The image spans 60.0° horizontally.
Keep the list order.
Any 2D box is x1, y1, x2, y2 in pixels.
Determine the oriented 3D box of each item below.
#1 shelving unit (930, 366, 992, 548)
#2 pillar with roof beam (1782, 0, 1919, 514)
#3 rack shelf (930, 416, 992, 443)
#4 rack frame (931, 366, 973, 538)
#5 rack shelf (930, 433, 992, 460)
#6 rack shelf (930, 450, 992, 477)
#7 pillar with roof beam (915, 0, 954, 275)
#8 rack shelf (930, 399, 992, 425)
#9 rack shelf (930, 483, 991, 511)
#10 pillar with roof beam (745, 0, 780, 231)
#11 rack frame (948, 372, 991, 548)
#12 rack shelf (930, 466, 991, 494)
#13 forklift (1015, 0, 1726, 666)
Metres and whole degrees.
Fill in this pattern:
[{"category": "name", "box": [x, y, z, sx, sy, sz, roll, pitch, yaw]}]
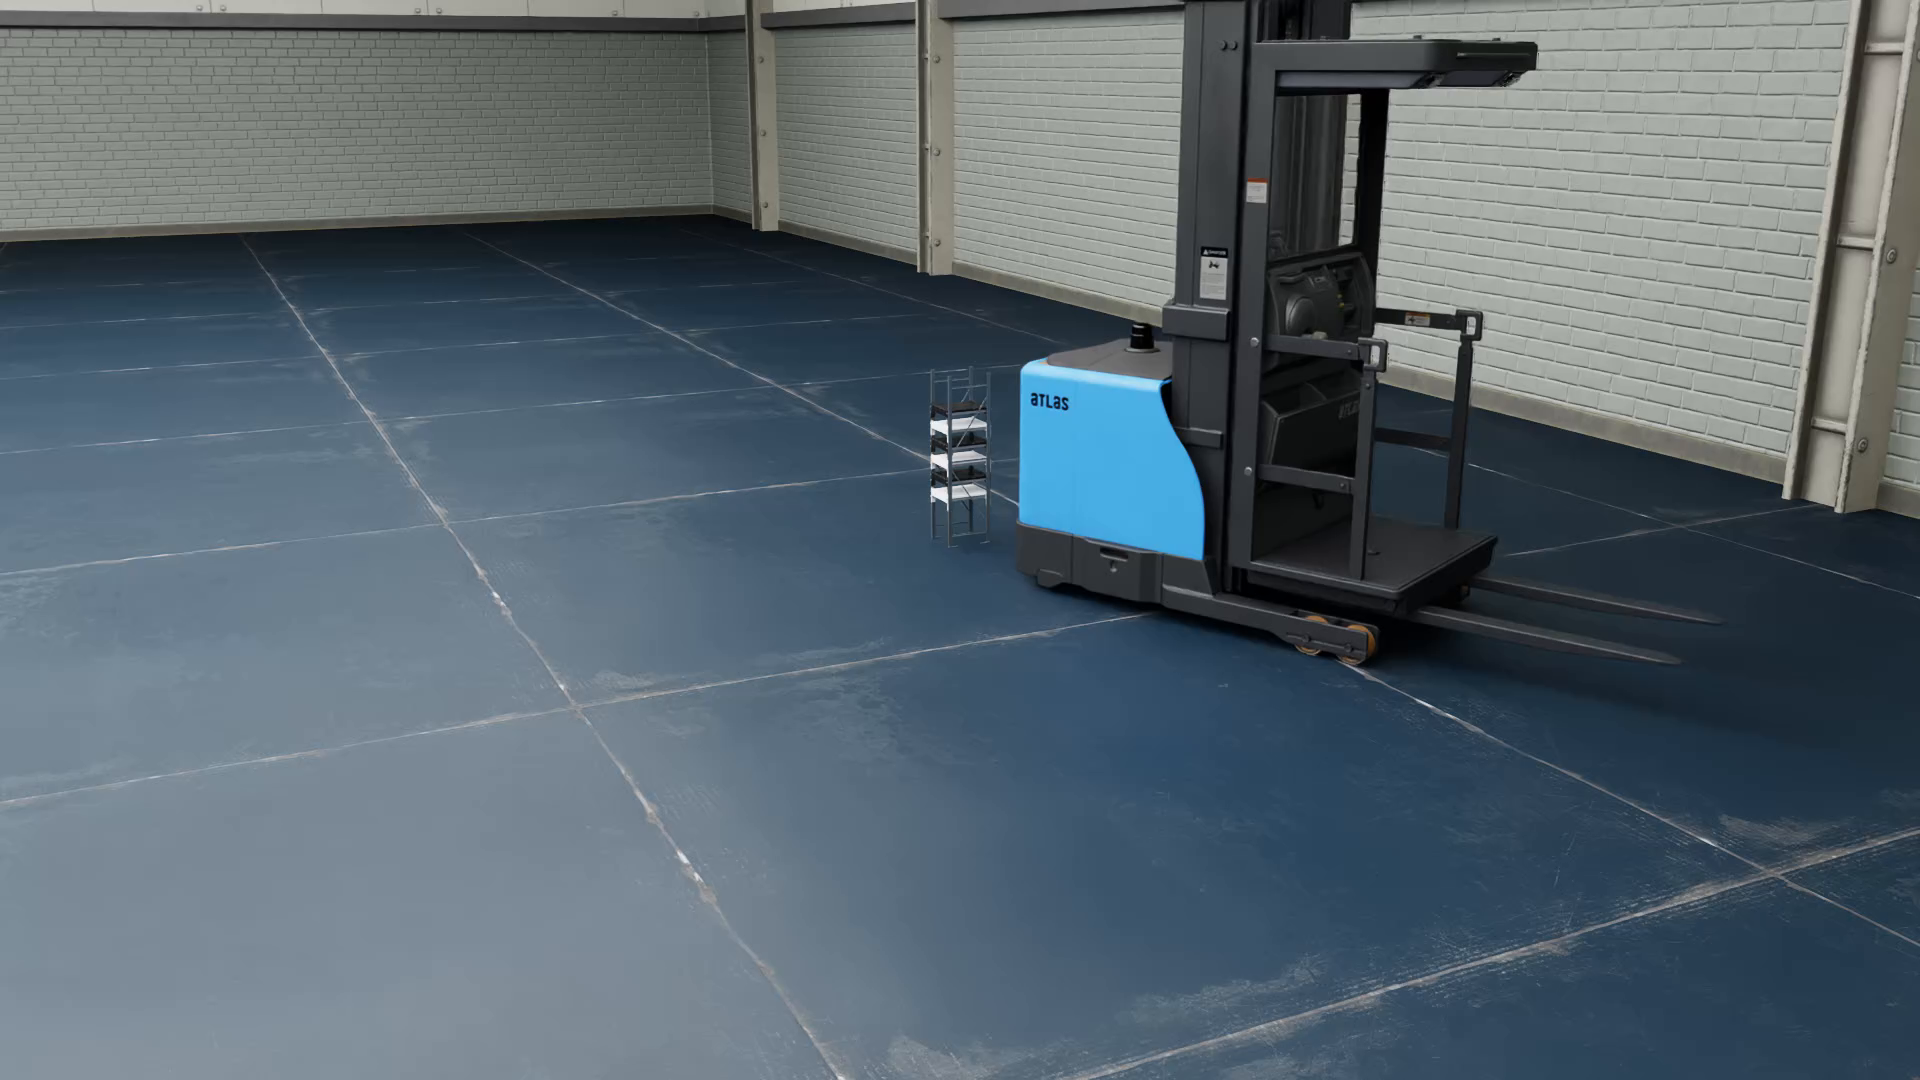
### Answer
[{"category": "shelving unit", "box": [0.004, -0.431, 8.620, 0.258, 0.900, 0.210, -8, 18, -25]}, {"category": "pillar with roof beam", "box": [1.097, -4.020, 6.445, 9.100, 9.000, 0.400, -8, 18, -25]}, {"category": "rack shelf", "box": [0.004, -0.572, 8.579, 0.258, 0.077, 0.200, -8, 18, -25]}, {"category": "rack frame", "box": [-0.041, -0.456, 8.707, 0.240, 0.900, 0.006, -8, 18, -25]}, {"category": "rack shelf", "box": [0.004, -0.485, 8.604, 0.258, 0.077, 0.200, -8, 18, -25]}, {"category": "rack shelf", "box": [0.004, -0.398, 8.629, 0.258, 0.077, 0.200, -8, 18, -25]}, {"category": "pillar with roof beam", "box": [-4.160, -6.995, 16.813, 9.100, 9.000, 0.400, -8, 18, -25]}, {"category": "rack shelf", "box": [0.004, -0.658, 8.554, 0.258, 0.077, 0.200, -8, 18, -25]}, {"category": "rack shelf", "box": [0.004, -0.225, 8.678, 0.258, 0.077, 0.200, -8, 18, -25]}, {"category": "pillar with roof beam", "box": [-6.788, -8.483, 21.998, 9.100, 9.000, 0.400, -8, 18, -25]}, {"category": "rack frame", "box": [0.048, -0.405, 8.532, 0.240, 0.900, 0.006, -8, 18, -25]}, {"category": "rack shelf", "box": [0.004, -0.312, 8.654, 0.258, 0.077, 0.200, -8, 18, -25]}, {"category": "forklift", "box": [1.737, -1.053, 7.106, 3.031, 2.935, 1.130, 12, 20, 37]}]
